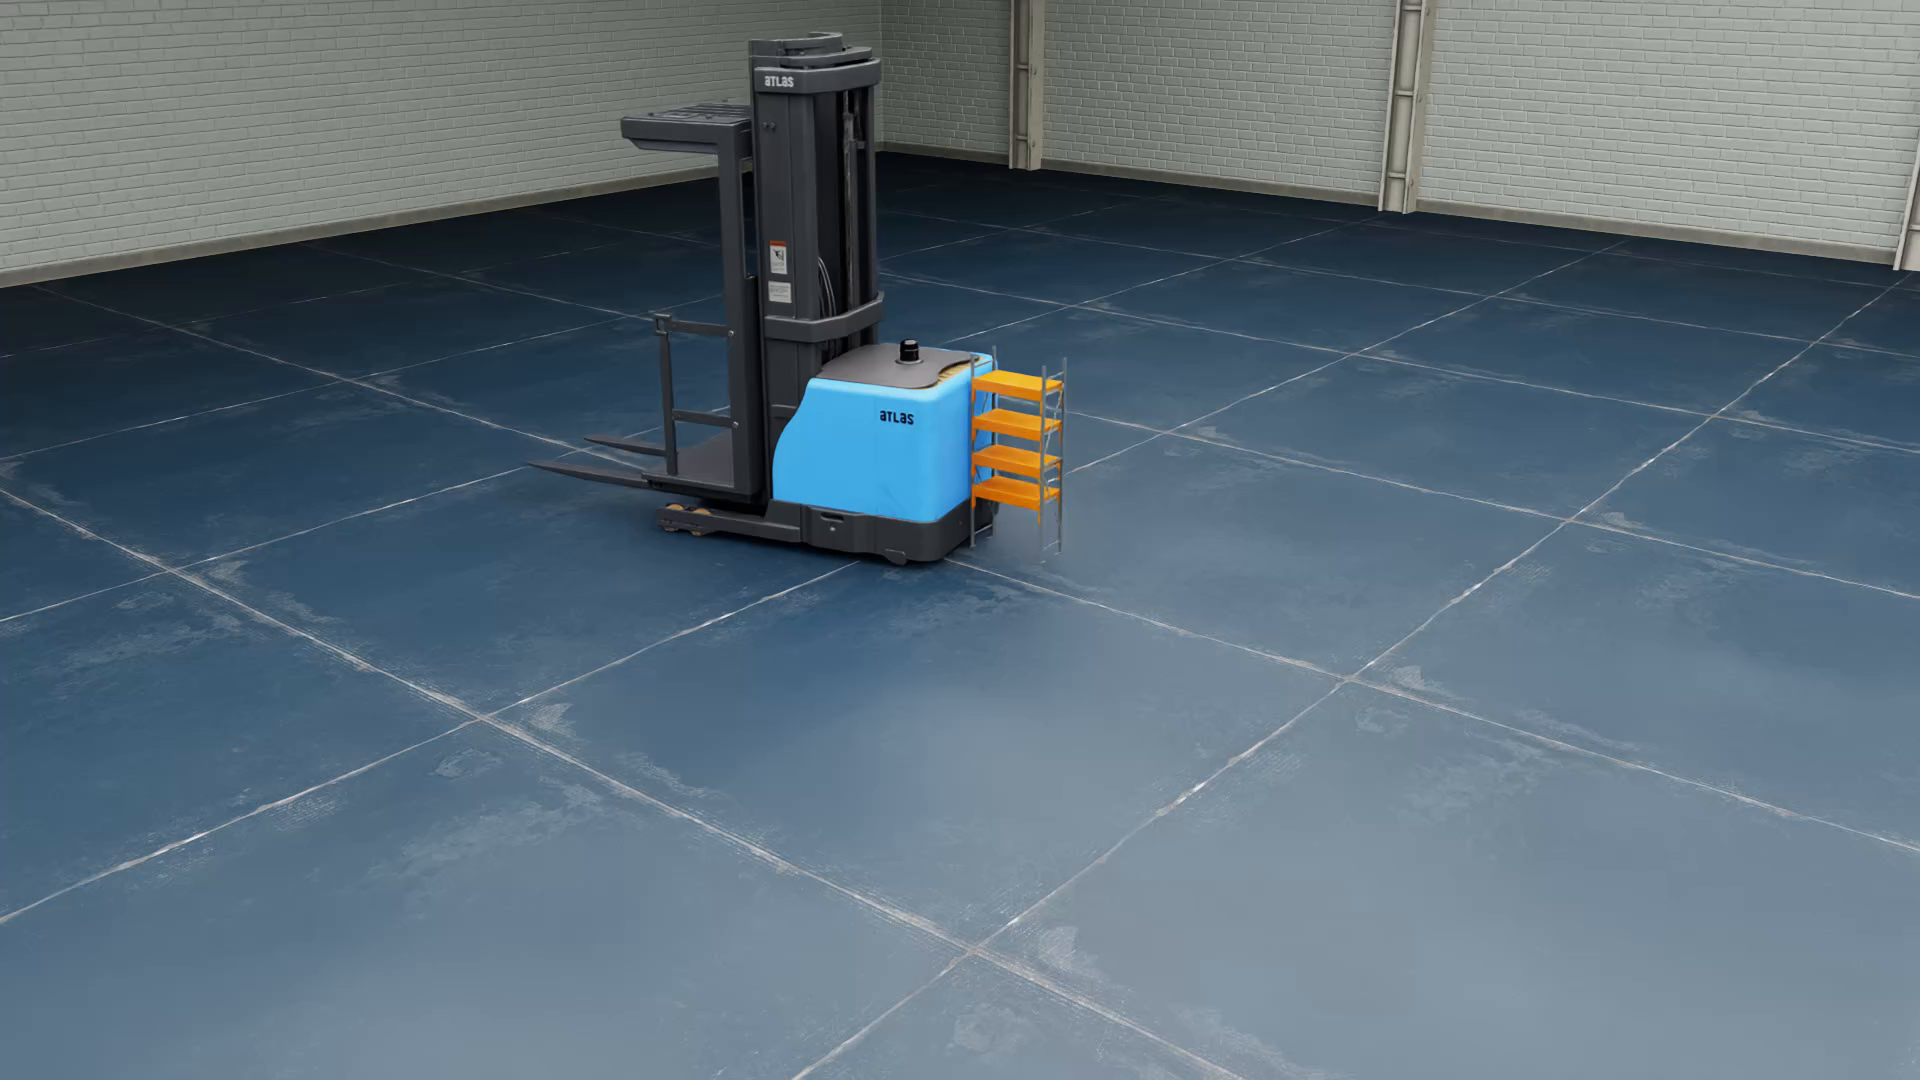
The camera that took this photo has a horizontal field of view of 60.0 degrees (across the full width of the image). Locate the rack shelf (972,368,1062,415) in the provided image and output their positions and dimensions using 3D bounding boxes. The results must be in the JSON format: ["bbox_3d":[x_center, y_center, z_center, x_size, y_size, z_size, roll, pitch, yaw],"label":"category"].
[{"bbox_3d":[0.337,-0.866,9.651,0.480,0.148,0.258,14,25,33],"label":"rack shelf"}]

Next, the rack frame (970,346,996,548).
[{"bbox_3d":[0.138,-0.548,9.921,0.015,1.200,0.240,14,25,33],"label":"rack frame"}]

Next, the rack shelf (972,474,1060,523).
[{"bbox_3d":[0.337,-0.250,9.883,0.480,0.148,0.258,14,25,33],"label":"rack shelf"}]

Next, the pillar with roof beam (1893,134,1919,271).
[{"bbox_3d":[7.557,-5.939,13.165,0.400,9.000,9.100,16,26,36],"label":"pillar with roof beam"}]

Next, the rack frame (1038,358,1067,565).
[{"bbox_3d":[0.537,-0.449,9.658,0.015,1.200,0.240,14,25,33],"label":"rack frame"}]

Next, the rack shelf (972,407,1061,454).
[{"bbox_3d":[0.337,-0.645,9.734,0.480,0.148,0.258,14,25,33],"label":"rack shelf"}]

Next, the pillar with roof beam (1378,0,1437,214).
[{"bbox_3d":[2.908,-7.278,16.715,0.400,9.000,9.100,16,26,36],"label":"pillar with roof beam"}]

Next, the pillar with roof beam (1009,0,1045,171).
[{"bbox_3d":[-1.740,-8.617,20.264,0.400,9.000,9.100,16,26,36],"label":"pillar with roof beam"}]

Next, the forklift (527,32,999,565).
[{"bbox_3d":[-1.317,-1.554,10.134,3.031,2.935,1.130,9,22,23],"label":"forklift"}]

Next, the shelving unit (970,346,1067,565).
[{"bbox_3d":[0.337,-0.498,9.789,0.503,1.200,0.258,14,25,33],"label":"shelving unit"}]

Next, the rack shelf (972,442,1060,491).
[{"bbox_3d":[0.337,-0.435,9.813,0.480,0.148,0.258,14,25,33],"label":"rack shelf"}]
